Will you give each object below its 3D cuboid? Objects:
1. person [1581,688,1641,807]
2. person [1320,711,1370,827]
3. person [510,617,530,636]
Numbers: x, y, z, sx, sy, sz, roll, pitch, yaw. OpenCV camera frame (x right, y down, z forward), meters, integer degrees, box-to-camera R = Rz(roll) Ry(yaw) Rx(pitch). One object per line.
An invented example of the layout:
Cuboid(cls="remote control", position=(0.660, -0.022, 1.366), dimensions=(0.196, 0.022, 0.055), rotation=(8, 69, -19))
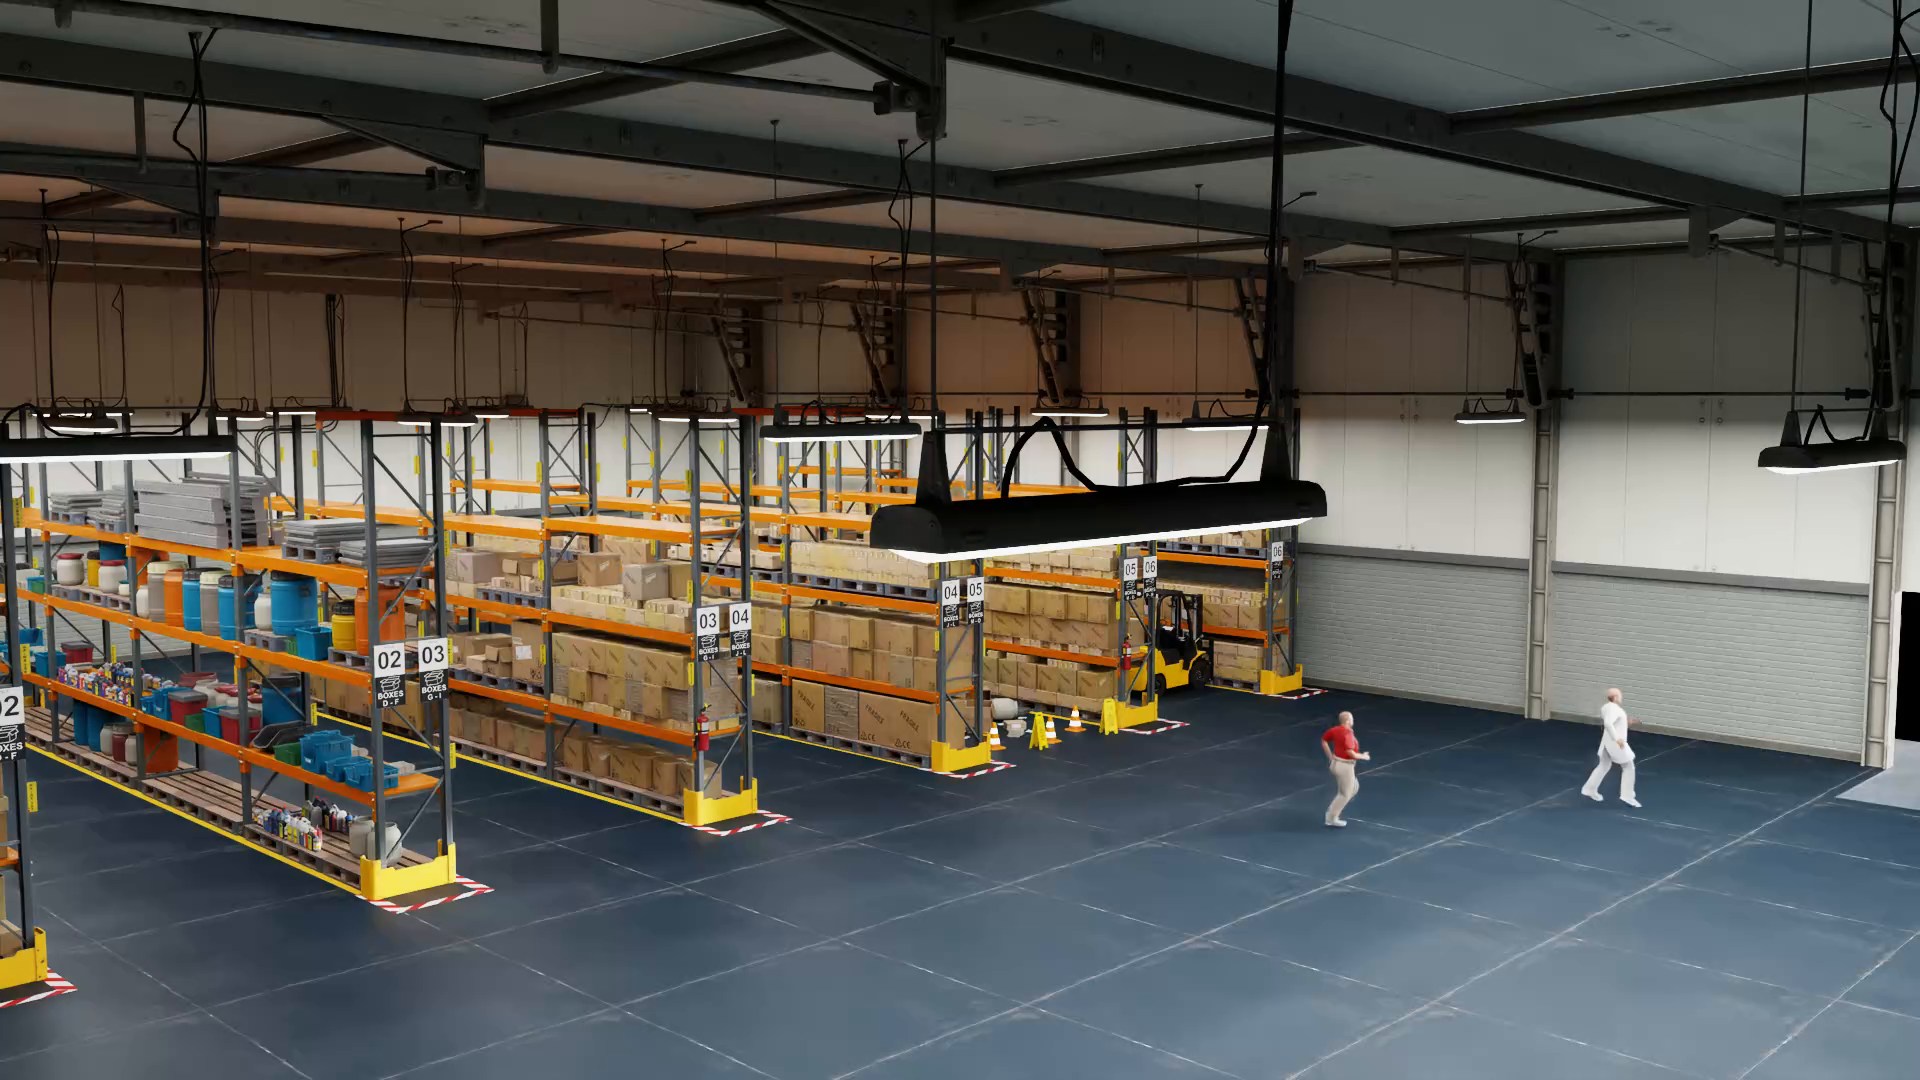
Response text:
Cuboid(cls="person", position=(9.988, 3.180, 25.464), dimensions=(0.897, 1.836, 0.680), rotation=(-1, 5, -7))
Cuboid(cls="person", position=(5.634, 3.341, 24.229), dimensions=(0.640, 1.717, 0.657), rotation=(-1, 5, -9))
Cuboid(cls="person", position=(-8.923, 2.416, 34.399), dimensions=(0.868, 1.756, 0.641), rotation=(5, 7, 45))
